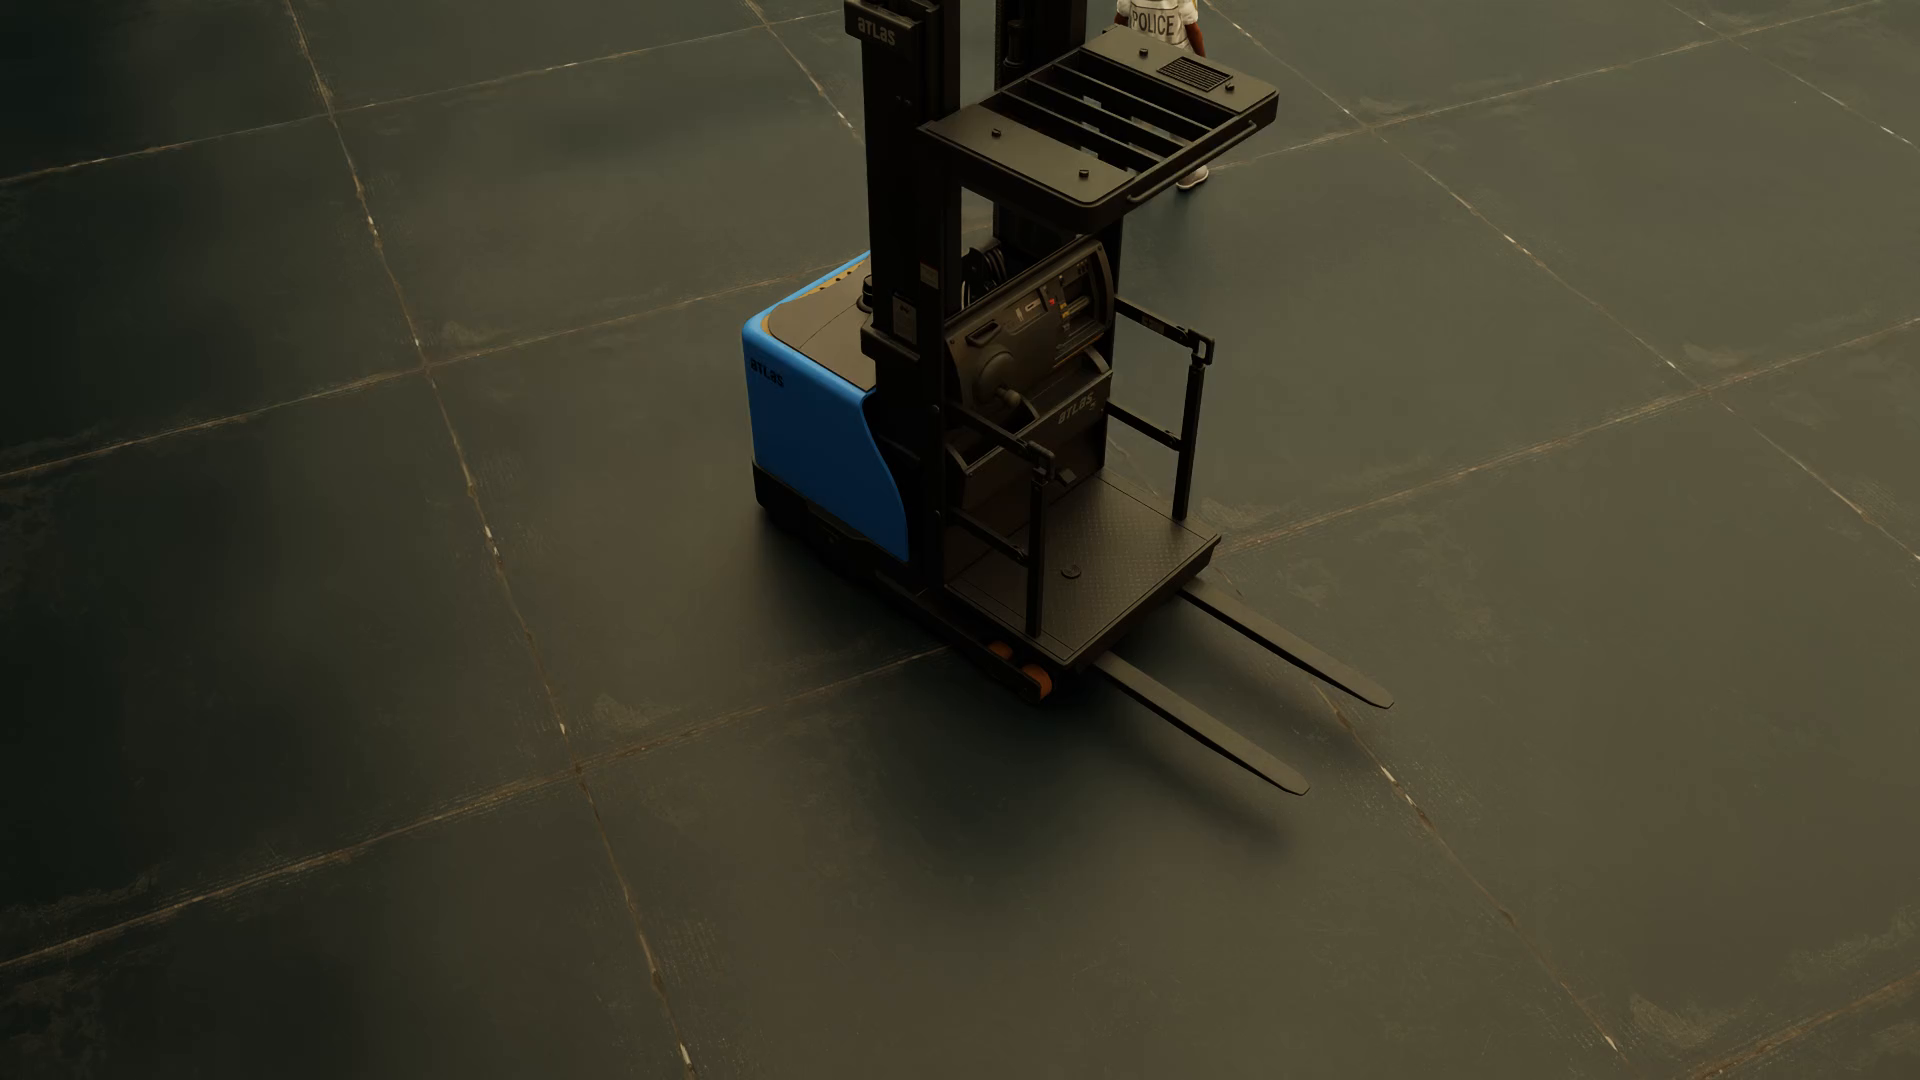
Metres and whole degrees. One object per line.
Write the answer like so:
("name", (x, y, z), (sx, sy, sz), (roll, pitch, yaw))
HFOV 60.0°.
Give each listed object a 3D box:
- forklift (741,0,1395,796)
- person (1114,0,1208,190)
("forklift", (0.445, -0.788, 6.525), (3.031, 2.935, 1.130), (32, 52, 30))
("person", (1.180, -2.801, 9.577), (0.569, 1.696, 0.528), (17, 46, 18))
